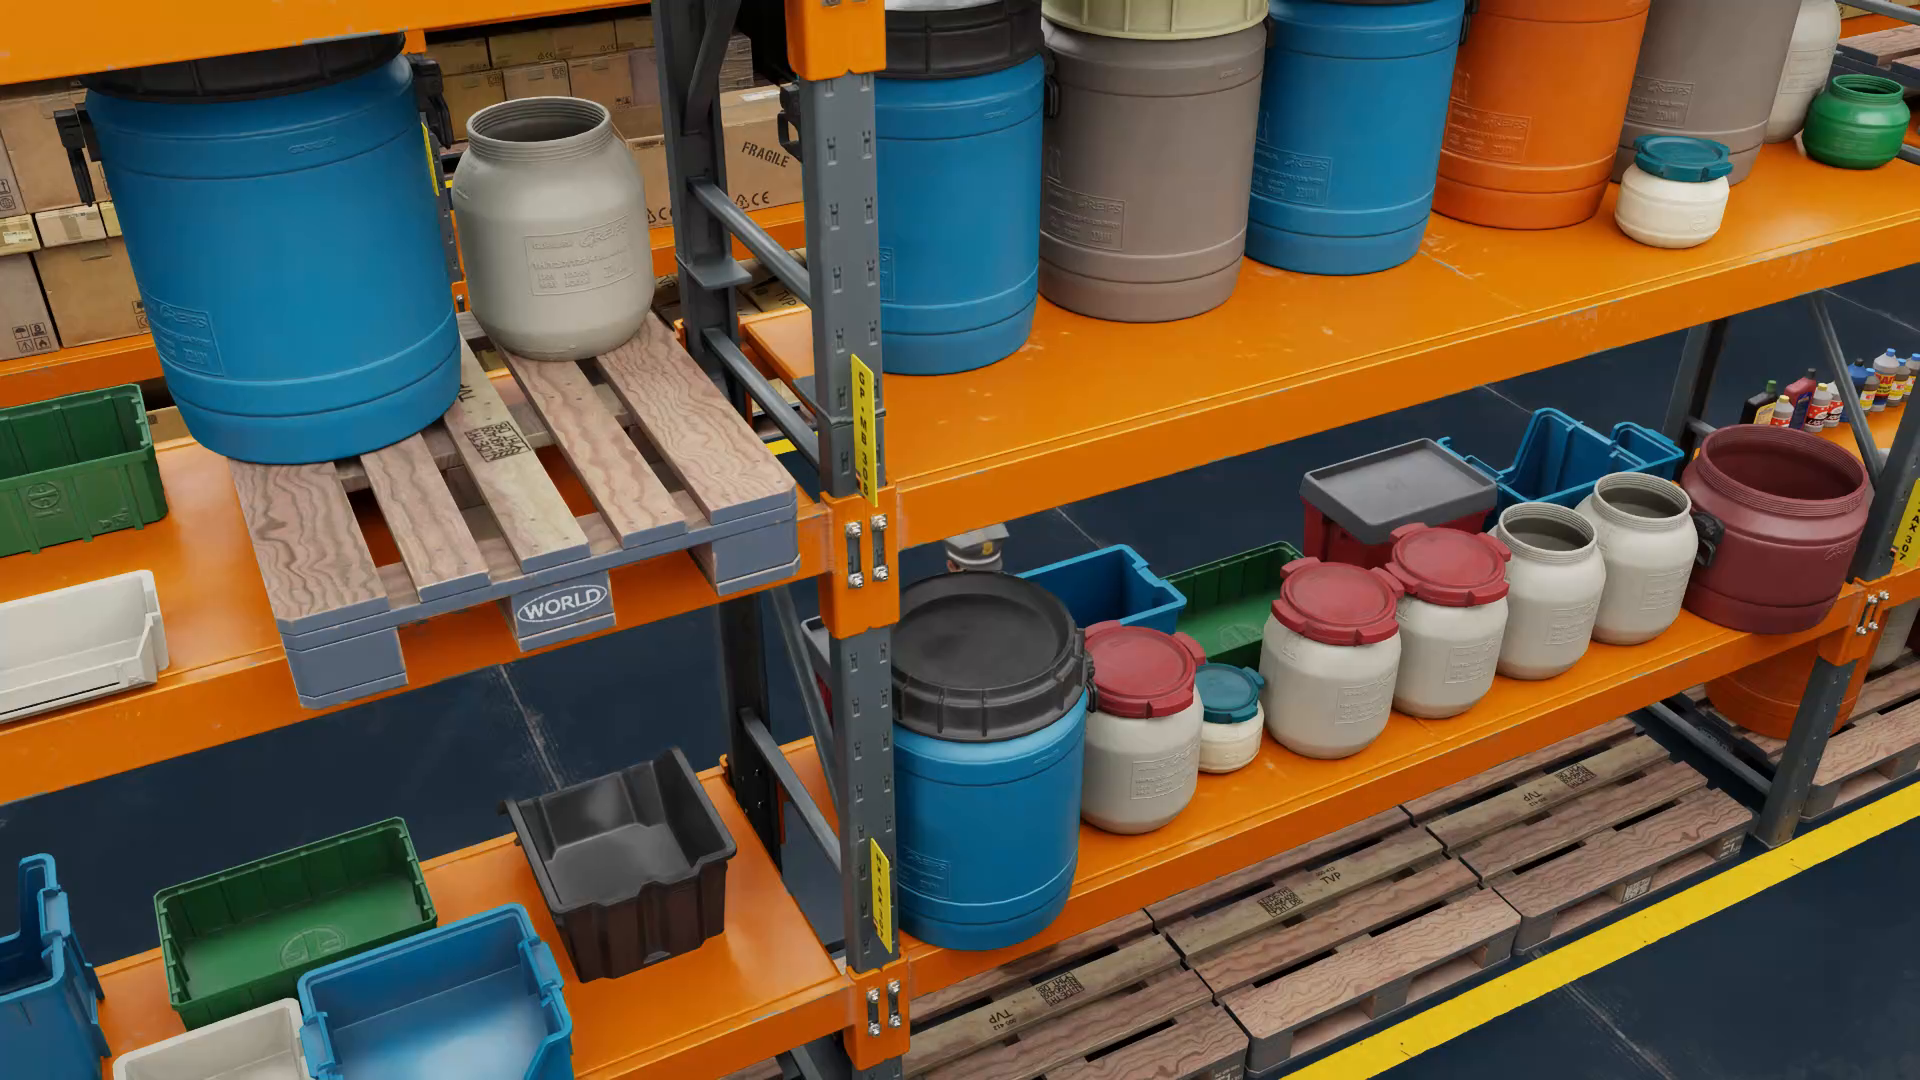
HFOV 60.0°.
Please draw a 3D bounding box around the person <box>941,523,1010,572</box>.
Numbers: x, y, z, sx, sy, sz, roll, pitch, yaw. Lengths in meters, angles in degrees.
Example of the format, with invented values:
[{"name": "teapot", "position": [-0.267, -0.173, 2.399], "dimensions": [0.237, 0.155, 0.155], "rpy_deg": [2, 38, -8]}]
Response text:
[{"name": "person", "position": [0.051, 0.661, 6.140], "dimensions": [0.468, 1.674, 0.328], "rpy_deg": [-10, 34, -14]}]
